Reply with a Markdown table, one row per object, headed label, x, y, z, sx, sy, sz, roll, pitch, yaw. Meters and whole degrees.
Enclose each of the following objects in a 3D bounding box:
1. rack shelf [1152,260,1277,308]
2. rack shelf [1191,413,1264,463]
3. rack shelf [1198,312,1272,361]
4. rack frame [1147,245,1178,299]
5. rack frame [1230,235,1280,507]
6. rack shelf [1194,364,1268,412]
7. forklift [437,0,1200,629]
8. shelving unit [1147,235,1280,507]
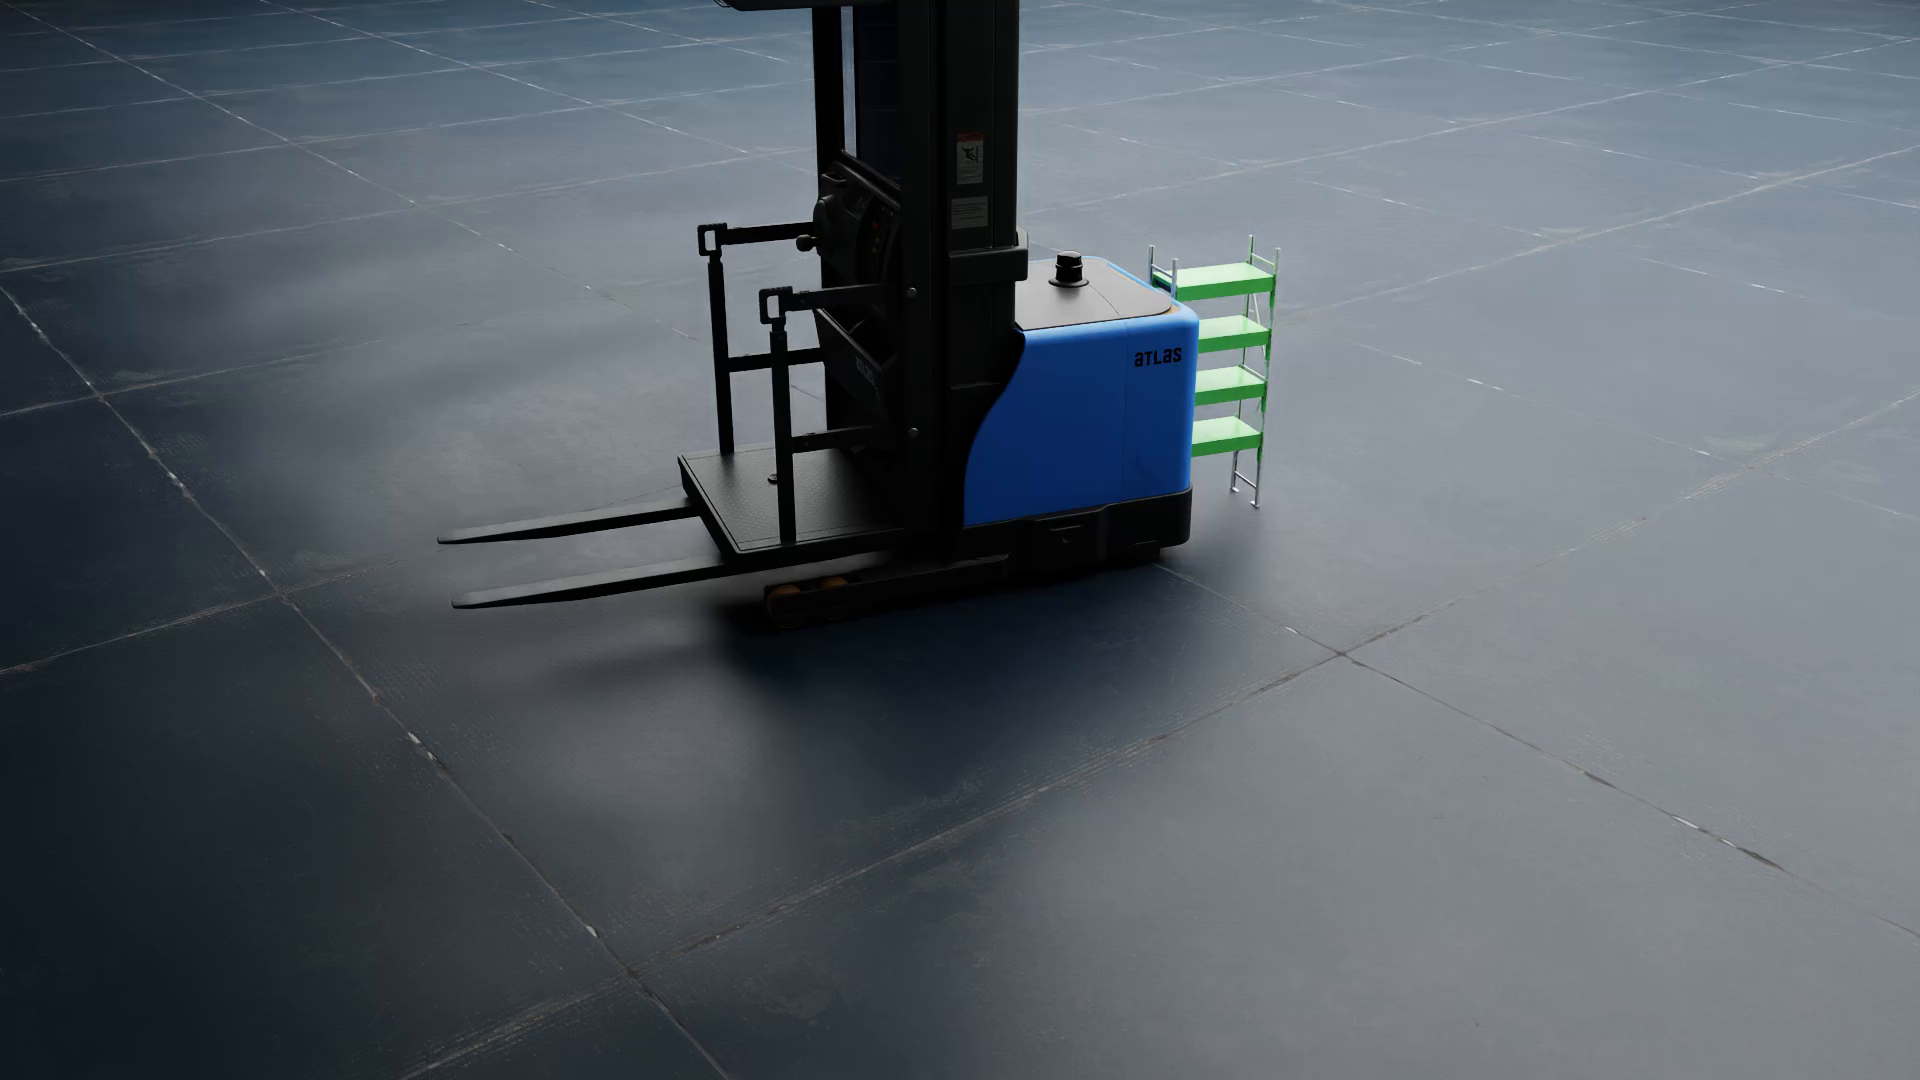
| label | x | y | z | sx | sy | sz | roll | pitch | yaw |
| --- | --- | --- | --- | --- | --- | --- | --- | --- | --- |
| rack shelf | 1.086 | -1.082 | 7.168 | 0.480 | 0.148 | 0.258 | -9 | 26 | -19 |
| rack shelf | 1.086 | -0.429 | 7.471 | 0.480 | 0.148 | 0.258 | -9 | 26 | -19 |
| rack shelf | 1.086 | -0.864 | 7.269 | 0.480 | 0.148 | 0.258 | -9 | 26 | -19 |
| rack frame | 0.858 | -0.668 | 7.264 | 0.015 | 1.200 | 0.240 | -9 | 26 | -19 |
| rack frame | 1.314 | -0.741 | 7.421 | 0.015 | 1.200 | 0.240 | -9 | 26 | -19 |
| rack shelf | 1.086 | -0.647 | 7.370 | 0.480 | 0.148 | 0.258 | -9 | 26 | -19 |
| forklift | -0.589 | -1.235 | 6.429 | 3.031 | 2.935 | 1.130 | -9 | 26 | -19 |
| shelving unit | 1.086 | -0.704 | 7.343 | 0.503 | 1.200 | 0.258 | -9 | 26 | -19 |
